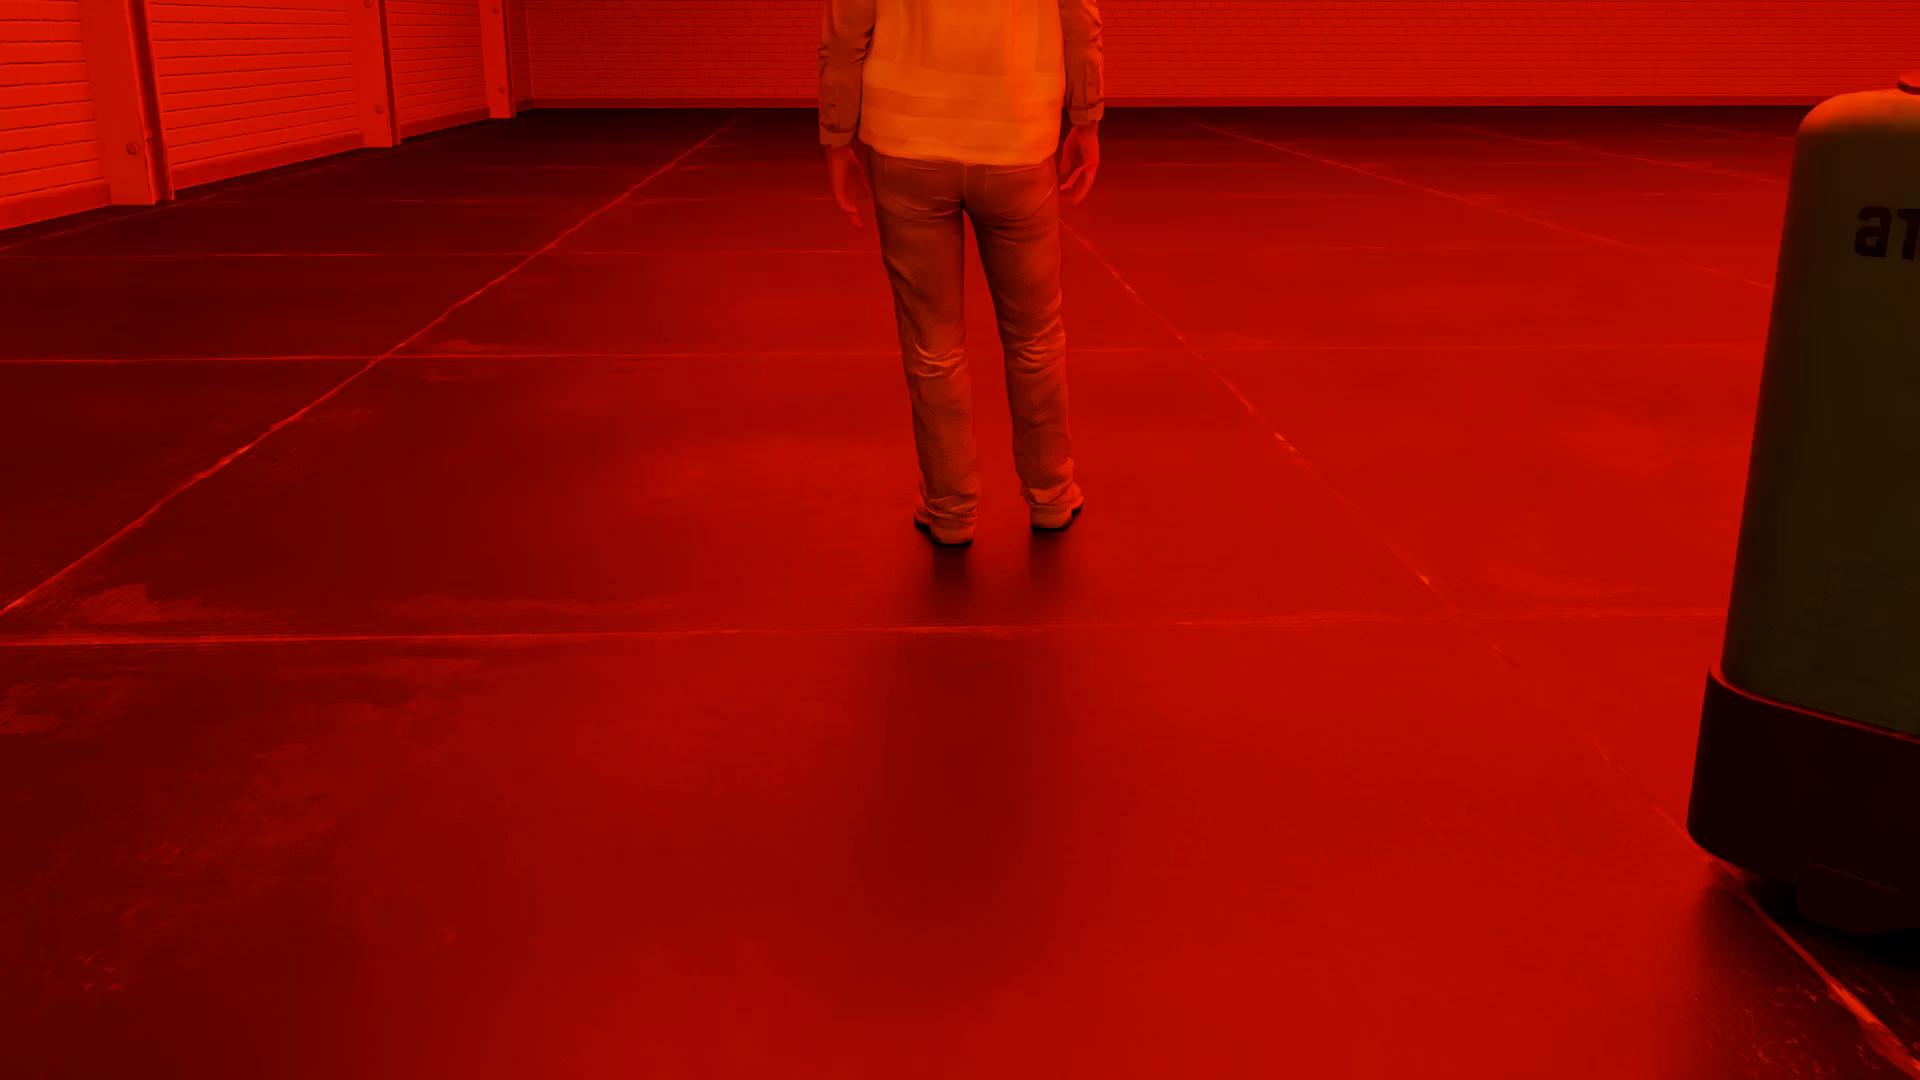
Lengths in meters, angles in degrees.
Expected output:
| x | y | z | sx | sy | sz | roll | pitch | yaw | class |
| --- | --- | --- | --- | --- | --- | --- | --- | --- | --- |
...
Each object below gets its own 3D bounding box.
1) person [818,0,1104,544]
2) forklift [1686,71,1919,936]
| x | y | z | sx | sy | sz | roll | pitch | yaw | class |
| --- | --- | --- | --- | --- | --- | --- | --- | --- | --- |
| 0.005 | -0.874 | 3.716 | 0.632 | 1.773 | 0.568 | -1 | 17 | -3 | person |
| 2.407 | -0.707 | 1.218 | 1.130 | 2.935 | 3.031 | -16 | 23 | -42 | forklift |
